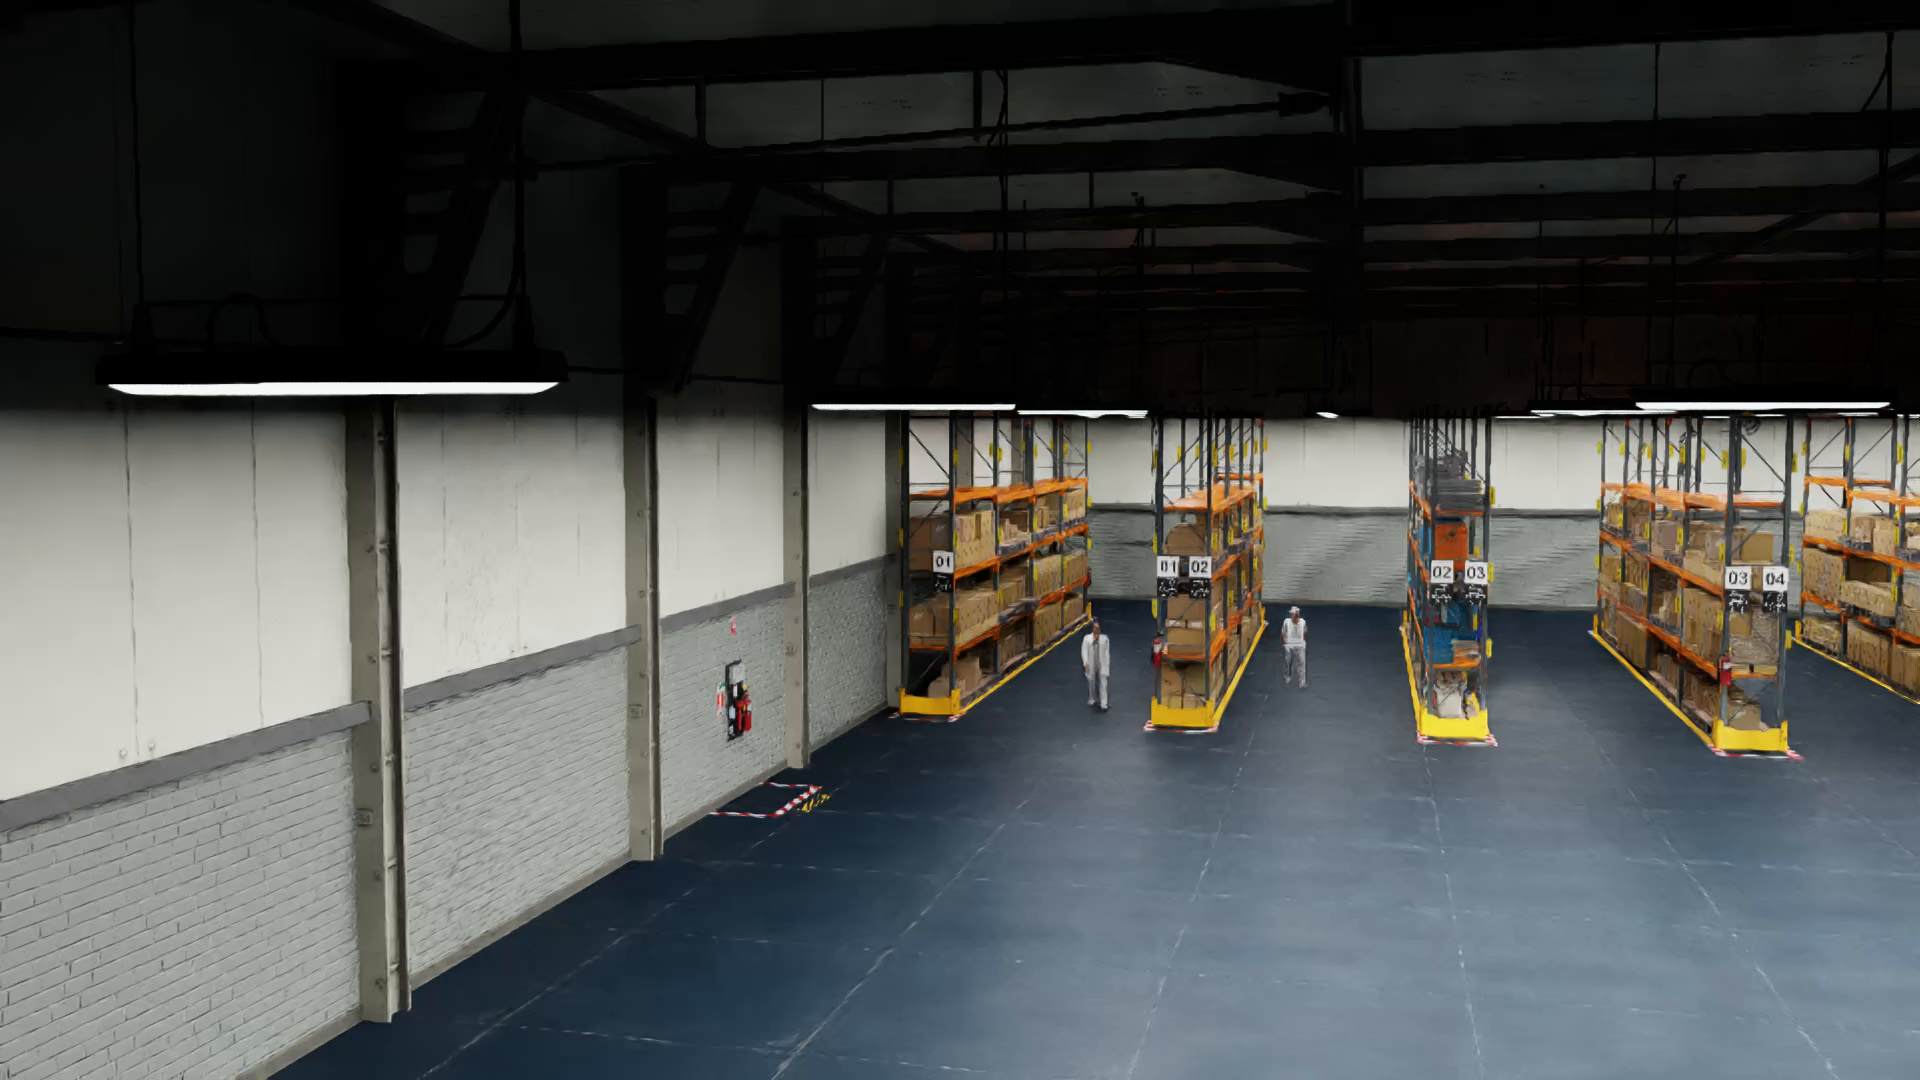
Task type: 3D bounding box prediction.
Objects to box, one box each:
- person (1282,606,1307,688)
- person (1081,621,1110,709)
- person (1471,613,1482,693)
[{"bbox_3d":[7.197,2.283,35.795,0.553,1.724,1.031,0,4,5],"label":"person"},{"bbox_3d":[2.701,2.474,33.104,0.580,1.715,1.105,0,4,5],"label":"person"},{"bbox_3d":[10.919,2.363,35.087,0.441,1.666,0.552,0,4,-5],"label":"person"}]
